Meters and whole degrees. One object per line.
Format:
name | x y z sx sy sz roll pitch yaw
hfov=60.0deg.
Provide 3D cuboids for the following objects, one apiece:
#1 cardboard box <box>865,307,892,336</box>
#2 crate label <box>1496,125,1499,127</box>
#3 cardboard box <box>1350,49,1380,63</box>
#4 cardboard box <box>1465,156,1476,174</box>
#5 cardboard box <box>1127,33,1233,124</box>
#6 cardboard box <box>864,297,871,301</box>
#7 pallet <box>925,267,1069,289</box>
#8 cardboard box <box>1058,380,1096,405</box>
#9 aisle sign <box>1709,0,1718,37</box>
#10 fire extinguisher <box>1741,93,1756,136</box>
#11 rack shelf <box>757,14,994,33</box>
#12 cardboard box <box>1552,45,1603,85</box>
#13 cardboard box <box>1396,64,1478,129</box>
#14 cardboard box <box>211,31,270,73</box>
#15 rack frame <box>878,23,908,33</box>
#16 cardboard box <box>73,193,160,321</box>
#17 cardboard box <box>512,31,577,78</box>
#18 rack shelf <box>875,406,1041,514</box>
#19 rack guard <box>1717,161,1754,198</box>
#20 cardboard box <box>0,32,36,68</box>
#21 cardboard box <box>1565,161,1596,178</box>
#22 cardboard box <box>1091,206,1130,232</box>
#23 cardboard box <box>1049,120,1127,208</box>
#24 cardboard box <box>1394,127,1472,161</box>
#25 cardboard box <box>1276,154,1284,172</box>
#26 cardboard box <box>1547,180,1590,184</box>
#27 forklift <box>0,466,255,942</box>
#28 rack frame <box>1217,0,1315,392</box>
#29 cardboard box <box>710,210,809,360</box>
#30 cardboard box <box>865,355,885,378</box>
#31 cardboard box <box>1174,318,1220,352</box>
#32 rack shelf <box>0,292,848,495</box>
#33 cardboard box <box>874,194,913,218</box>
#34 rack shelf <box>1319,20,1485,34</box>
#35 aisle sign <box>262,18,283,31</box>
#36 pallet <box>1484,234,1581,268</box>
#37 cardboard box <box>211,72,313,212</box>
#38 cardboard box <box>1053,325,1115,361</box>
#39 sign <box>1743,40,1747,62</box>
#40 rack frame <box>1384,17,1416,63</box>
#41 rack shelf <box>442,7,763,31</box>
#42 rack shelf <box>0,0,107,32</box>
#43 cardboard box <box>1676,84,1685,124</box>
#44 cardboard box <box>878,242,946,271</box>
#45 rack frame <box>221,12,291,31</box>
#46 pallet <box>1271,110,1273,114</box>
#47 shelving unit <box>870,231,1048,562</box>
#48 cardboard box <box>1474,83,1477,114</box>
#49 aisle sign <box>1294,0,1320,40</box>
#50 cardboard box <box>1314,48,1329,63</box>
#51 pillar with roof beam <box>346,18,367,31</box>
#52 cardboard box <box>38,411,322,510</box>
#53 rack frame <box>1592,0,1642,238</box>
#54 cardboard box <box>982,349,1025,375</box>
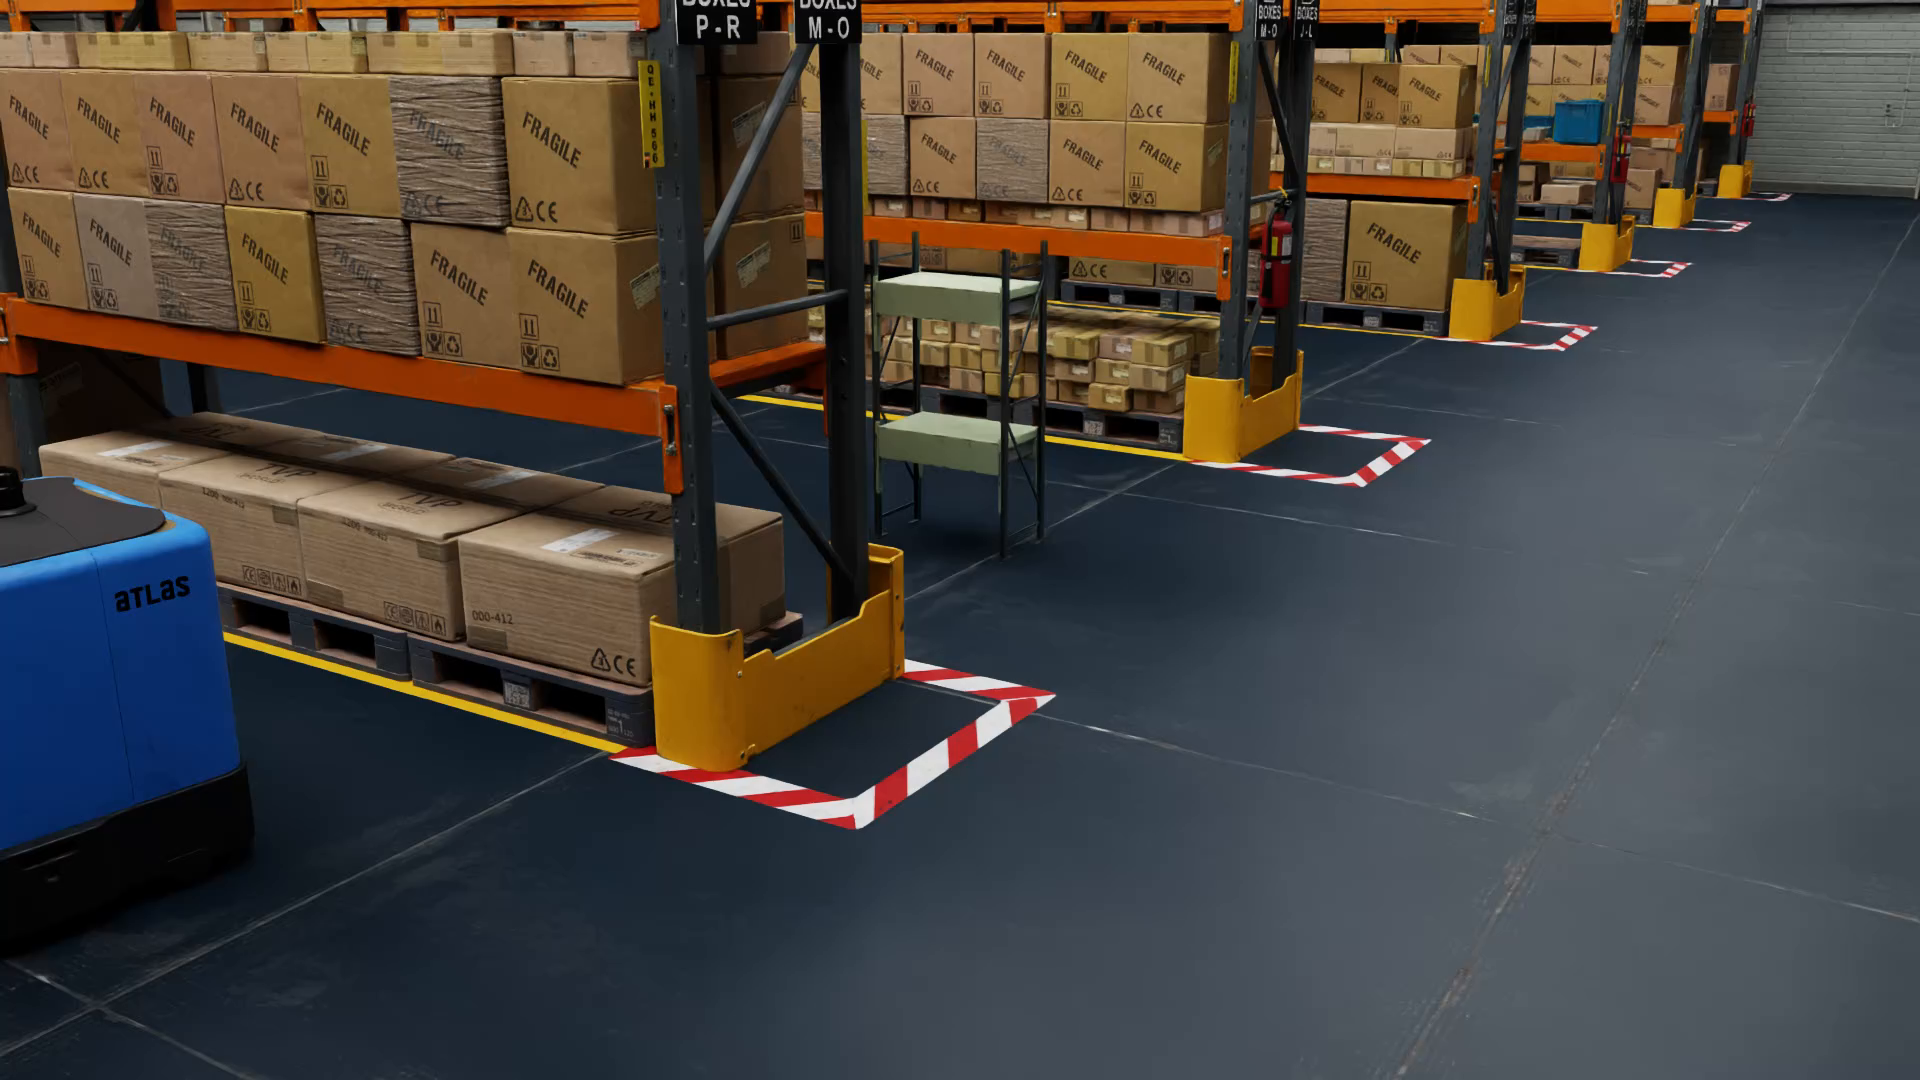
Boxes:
cardboard box | -0.534 -1.491 11.288 0.250 0.149 0.380 11 20 31
crate label | 5.831 -4.546 18.537 0.243 0.136 0.396 10 20 30
cardboard box | 7.054 -8.344 28.681 0.500 0.250 0.500 10 19 29
cardboard box | 4.388 -3.269 14.415 0.250 0.149 0.380 10 20 31
cardboard box | 1.316 -2.717 9.762 0.500 0.500 0.500 10 19 29
cardboard box | -0.499 -1.657 11.835 0.250 0.149 0.380 11 20 32
pallet | 0.412 -2.627 16.665 1.213 0.211 1.003 10 20 30
cardboard box | 0.826 -0.982 10.634 0.250 0.149 0.380 10 20 30
aisle sign | 9.917 -7.013 21.835 0.004 0.787 0.394 10 20 30
fire extinguisher | 12.182 -6.581 25.662 0.183 0.674 0.296 10 20 30
rack shelf | -1.411 -7.093 22.647 4.000 0.370 1.077 10 20 30
cardboard box | 8.307 -6.387 22.354 0.500 0.500 0.500 11 20 32
cardboard box | 3.965 -3.692 13.831 0.500 0.500 0.500 10 20 31
cardboard box | -2.656 -1.896 6.453 0.250 0.149 0.380 10 20 30
rack frame | -1.339 -9.368 34.060 0.127 3.000 1.000 10 20 30
cardboard box | -3.388 -1.242 7.137 0.500 0.500 0.500 10 20 30
cardboard box | -1.308 -1.674 5.722 0.250 0.149 0.380 11 20 31
rack shelf | -0.006 -0.407 8.261 0.720 0.370 0.431 10 20 30
rack guard | 12.315 -5.734 26.399 0.348 0.500 1.175 10 20 30
cardboard box | -3.944 -2.132 7.231 0.250 0.149 0.380 10 19 29
cardboard box | 10.332 -6.252 27.382 0.500 0.500 0.700 11 20 31
cardboard box | 0.996 -1.982 10.176 0.250 0.149 0.380 10 20 30
cardboard box | 0.882 -2.315 10.158 0.500 0.500 0.500 10 19 29
cardboard box | 3.966 -3.332 13.937 0.500 0.250 0.500 10 19 29
cardboard box | 2.950 -3.301 14.518 0.250 0.149 0.380 10 20 30
cardboard box | 8.538 -4.907 23.347 0.500 0.250 0.500 10 20 30
forklift | -3.503 -0.179 3.929 1.130 2.935 3.031 14 22 38
rack frame | 1.836 -2.041 9.939 0.127 3.000 1.000 10 20 30
cardboard box | -0.927 -0.991 6.312 0.500 0.500 0.500 10 20 30
cardboard box | -0.475 -1.227 11.443 0.250 0.149 0.380 9 19 28
cardboard box | 1.567 -1.326 10.745 0.250 0.149 0.380 9 19 28
rack shelf | -2.373 -0.759 6.958 4.000 0.370 1.077 10 20 30
cardboard box | -0.355 -2.217 10.950 0.250 0.149 0.380 11 20 32
rack shelf | 7.182 -8.938 28.721 4.000 0.370 1.077 10 20 30
aisle sign | -9.012 -7.015 21.842 0.004 0.787 0.394 10 20 30
pallet | 6.427 -3.281 18.820 1.213 0.211 1.003 10 20 30
cardboard box | -2.512 -1.565 6.481 0.500 0.500 0.500 10 20 30
cardboard box | 0.781 -1.240 10.463 0.250 0.149 0.380 10 19 29
sign | 11.999 -7.469 25.410 0.005 0.325 0.100 10 20 30
rack frame | 6.297 -6.315 24.010 0.127 3.000 1.000 10 20 30
rack shelf | -4.004 -5.866 18.608 4.000 0.370 1.077 10 20 30
rack shelf | -10.094 -5.261 16.618 4.000 0.370 1.077 10 20 30
cardboard box | 9.465 -5.887 22.430 0.500 0.500 0.500 11 20 31
cardboard box | -0.209 -3.275 16.934 0.875 0.875 1.225 9 19 28
rack frame | -9.116 -5.688 21.944 0.127 3.000 1.000 10 20 30
pallet | 4.548 -6.537 25.071 1.213 0.211 1.003 10 20 30
shelving unit | -0.006 -0.719 8.167 0.755 1.500 0.431 10 20 30
cardboard box | 7.026 -6.141 23.265 0.500 0.500 0.500 11 20 31
aisle sign | 2.055 -3.348 9.769 0.004 0.787 0.394 10 20 30
cardboard box | 6.188 -8.495 29.178 0.500 0.250 0.500 10 19 29
pillar with roof beam | -17.881 -14.018 39.046 0.400 9.000 9.100 10 20 30
cardboard box | -3.598 -0.261 7.765 0.875 0.438 0.875 10 19 29
rack frame | 7.110 -4.480 17.970 0.127 3.000 1.000 10 20 30
cardboard box | 0.345 -1.184 10.788 0.250 0.149 0.380 10 20 31
